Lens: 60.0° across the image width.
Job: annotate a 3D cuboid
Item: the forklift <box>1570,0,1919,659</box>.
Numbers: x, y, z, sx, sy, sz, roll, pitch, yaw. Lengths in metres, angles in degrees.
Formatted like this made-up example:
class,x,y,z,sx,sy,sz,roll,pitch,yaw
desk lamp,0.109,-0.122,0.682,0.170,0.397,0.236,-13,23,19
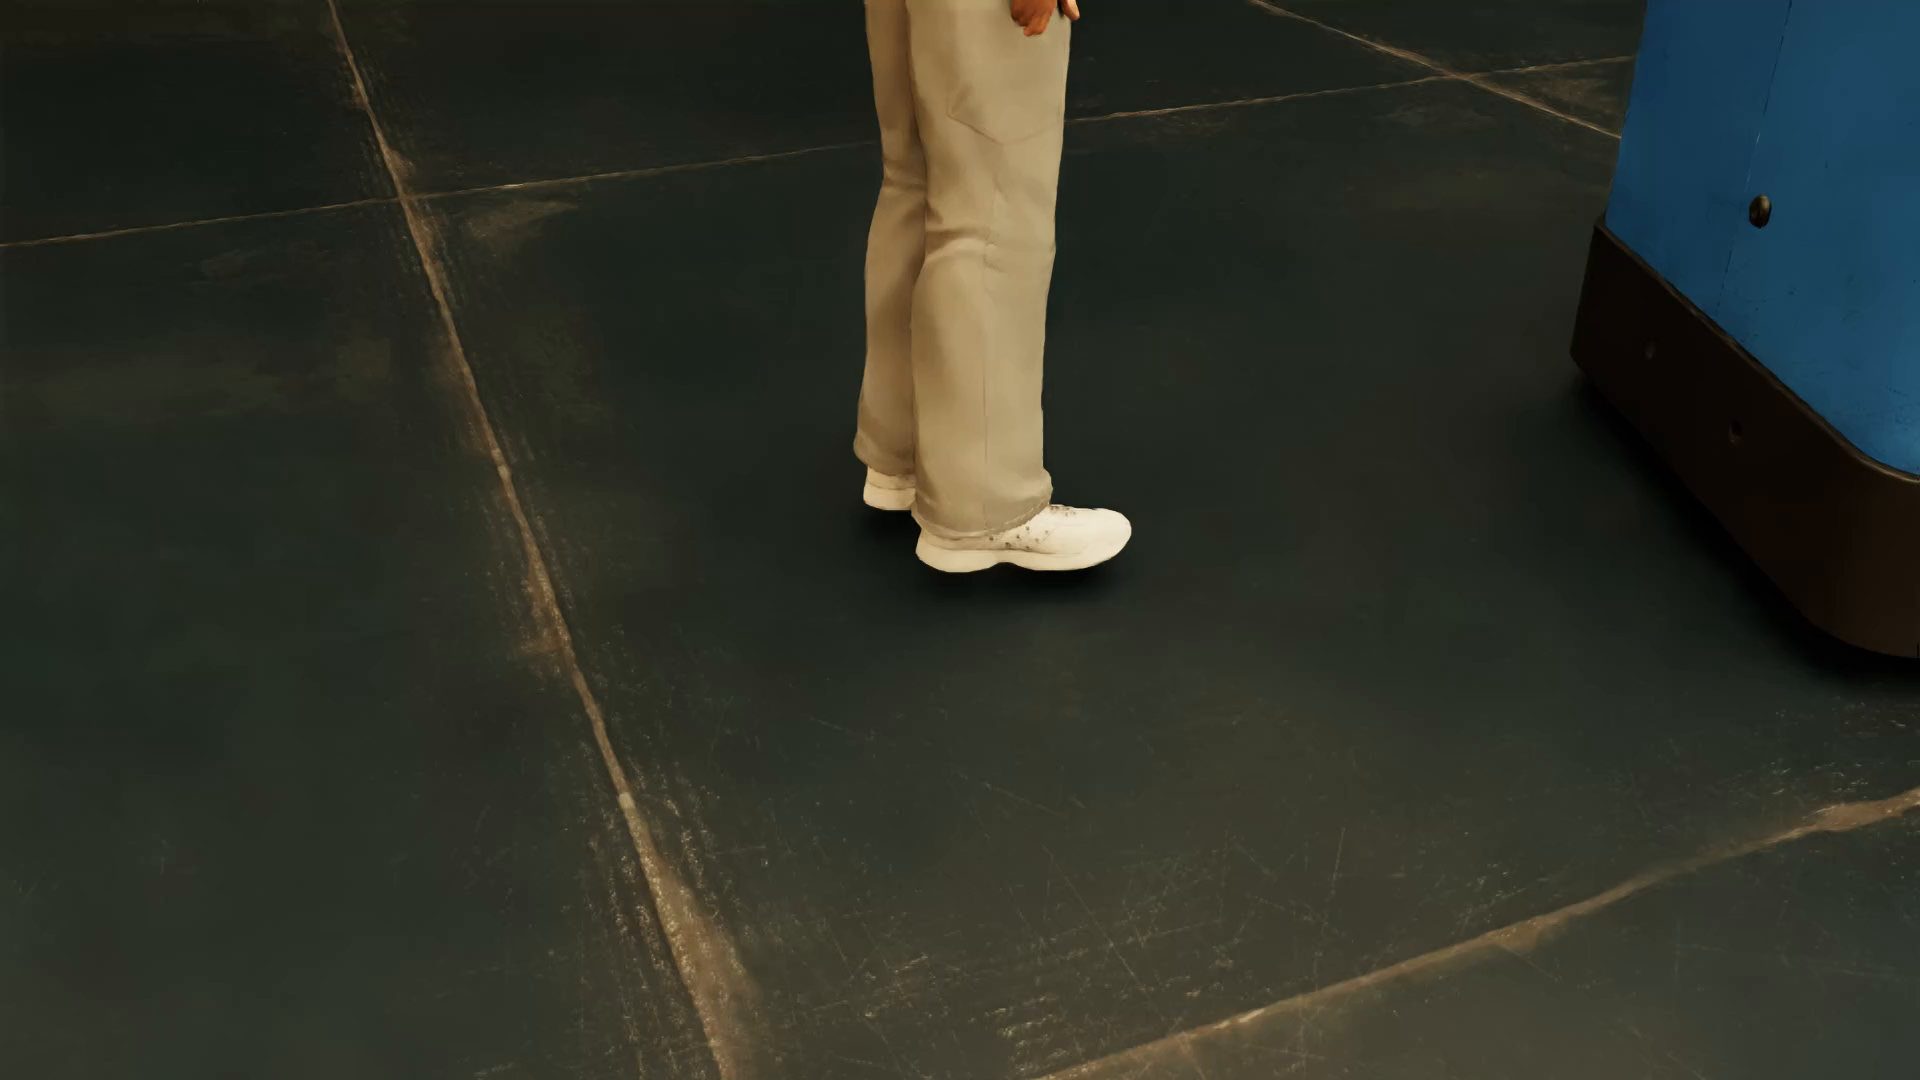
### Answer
class,x,y,z,sx,sy,sz,roll,pitch,yaw
forklift,2.602,-1.348,1.904,3.031,2.935,1.130,-1,30,-2

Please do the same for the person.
class,x,y,z,sx,sy,sz,roll,pitch,yaw
person,0.008,-0.764,2.070,0.365,1.672,0.432,-11,32,-19
